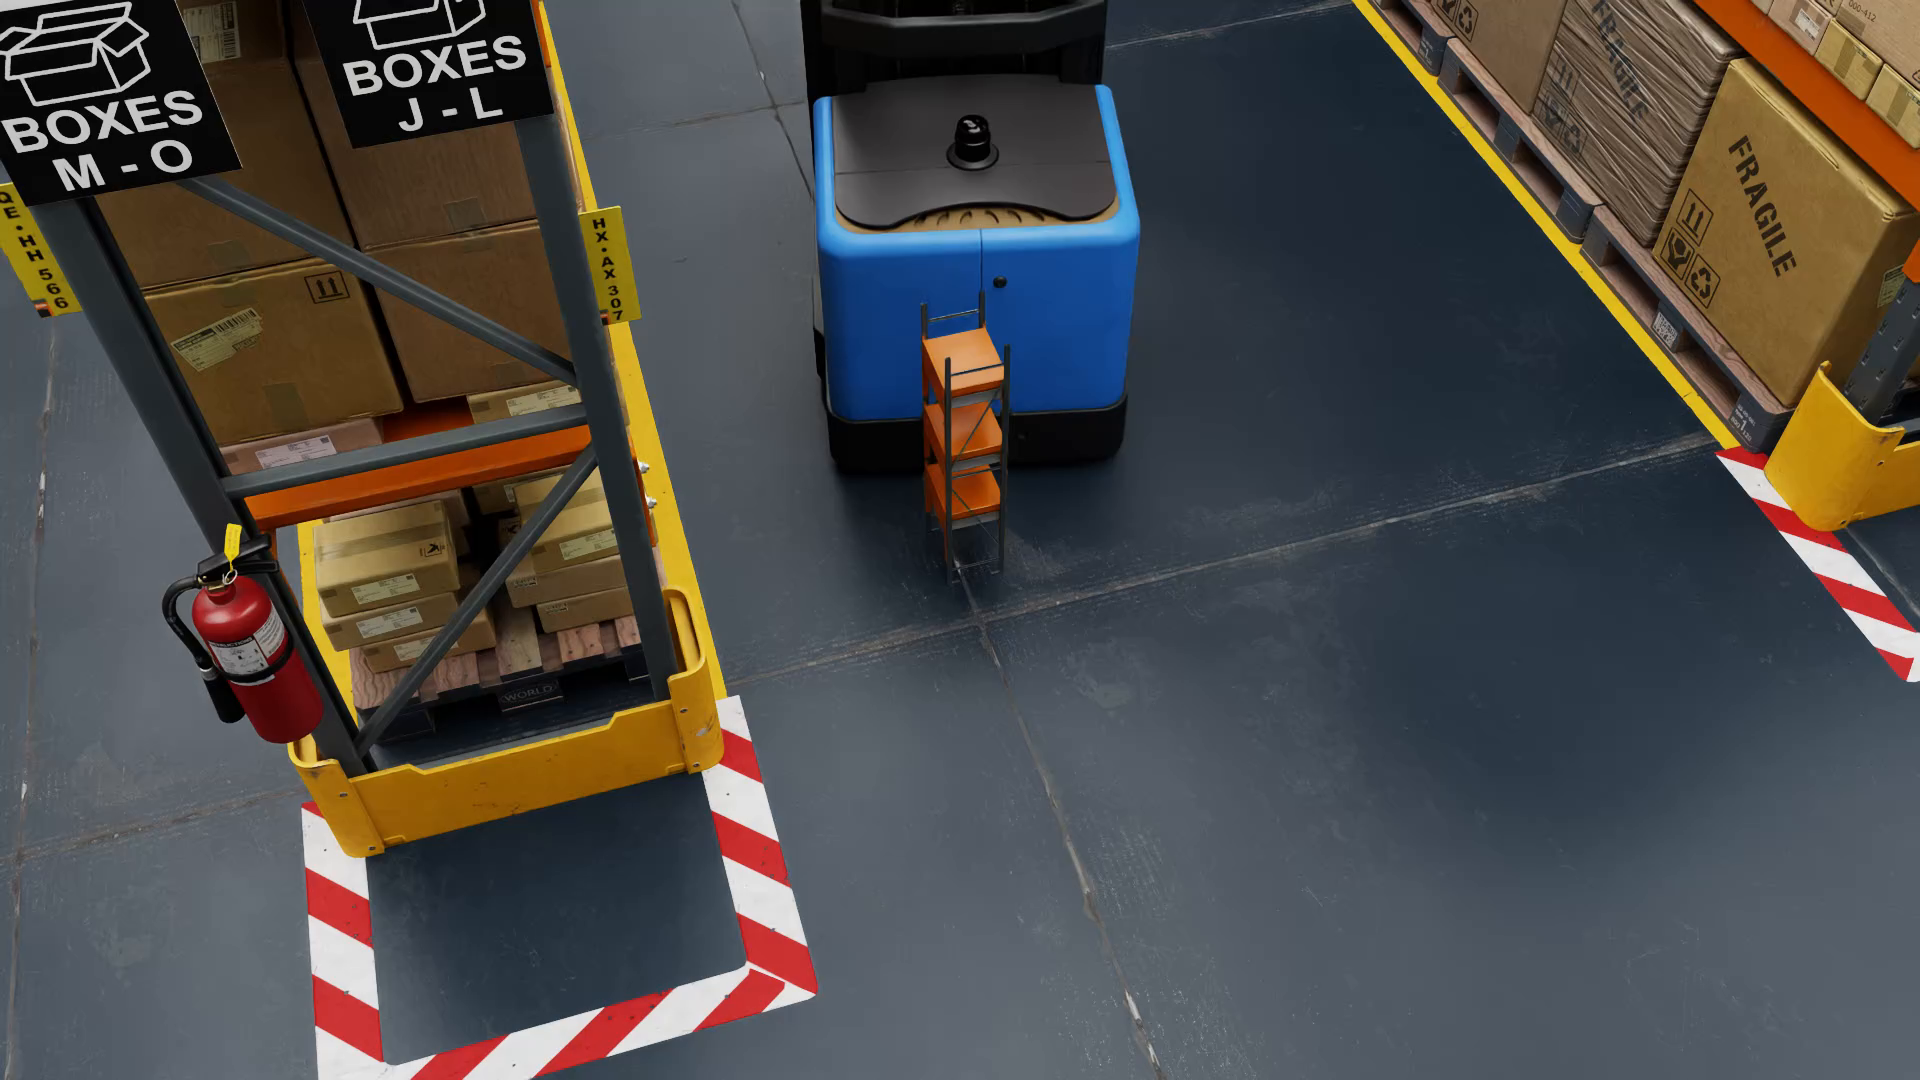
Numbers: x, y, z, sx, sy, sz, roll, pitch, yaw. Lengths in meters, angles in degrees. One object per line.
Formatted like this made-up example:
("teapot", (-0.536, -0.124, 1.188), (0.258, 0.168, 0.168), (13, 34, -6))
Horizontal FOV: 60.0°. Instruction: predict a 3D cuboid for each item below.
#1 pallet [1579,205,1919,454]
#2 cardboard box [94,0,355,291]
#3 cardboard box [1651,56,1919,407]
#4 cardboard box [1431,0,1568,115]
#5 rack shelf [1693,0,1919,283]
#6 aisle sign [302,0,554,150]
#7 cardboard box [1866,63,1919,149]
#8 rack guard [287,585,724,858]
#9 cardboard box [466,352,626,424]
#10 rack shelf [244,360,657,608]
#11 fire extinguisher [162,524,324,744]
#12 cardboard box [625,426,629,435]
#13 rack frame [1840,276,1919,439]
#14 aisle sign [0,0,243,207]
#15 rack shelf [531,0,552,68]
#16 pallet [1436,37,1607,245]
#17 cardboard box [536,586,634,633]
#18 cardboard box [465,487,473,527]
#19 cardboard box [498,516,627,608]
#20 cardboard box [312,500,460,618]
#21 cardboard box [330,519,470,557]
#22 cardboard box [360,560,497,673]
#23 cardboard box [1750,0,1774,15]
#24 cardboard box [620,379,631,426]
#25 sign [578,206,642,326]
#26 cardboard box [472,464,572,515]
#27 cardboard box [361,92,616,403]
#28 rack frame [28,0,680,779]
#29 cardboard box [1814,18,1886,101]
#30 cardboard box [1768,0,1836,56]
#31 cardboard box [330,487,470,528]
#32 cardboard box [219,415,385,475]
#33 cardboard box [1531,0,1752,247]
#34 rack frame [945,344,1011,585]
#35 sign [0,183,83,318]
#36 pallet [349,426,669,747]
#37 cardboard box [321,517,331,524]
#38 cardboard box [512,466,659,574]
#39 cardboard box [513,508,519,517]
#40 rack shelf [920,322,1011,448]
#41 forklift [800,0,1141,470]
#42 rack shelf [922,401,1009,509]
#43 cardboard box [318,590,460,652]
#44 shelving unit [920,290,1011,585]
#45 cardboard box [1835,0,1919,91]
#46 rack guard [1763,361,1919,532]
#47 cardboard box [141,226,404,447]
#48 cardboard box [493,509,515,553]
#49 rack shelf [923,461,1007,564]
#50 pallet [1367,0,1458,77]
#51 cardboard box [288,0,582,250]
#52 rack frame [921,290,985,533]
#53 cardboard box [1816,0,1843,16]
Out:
("pallet", (3.150, -0.924, 6.391), (1.003, 0.211, 1.213), (-13, 51, -11))
("cardboard box", (-1.679, -0.938, 3.665), (0.500, 0.500, 0.500), (-14, 51, -12))
("cardboard box", (3.196, -1.157, 5.878), (0.875, 0.875, 0.875), (-13, 51, -11))
("cardboard box", (2.664, -2.471, 6.987), (0.875, 0.875, 0.875), (-13, 51, -11))
("rack shelf", (2.870, -2.486, 6.354), (1.077, 0.370, 4.000), (-13, 51, -11))
("aisle sign", (-0.998, -1.062, 2.983), (0.394, 0.787, 0.004), (-13, 51, -11))
("cardboard box", (3.042, -1.362, 5.100), (0.380, 0.149, 0.250), (-12, 51, -10))
("rack guard", (-1.329, 0.541, 4.967), (1.175, 0.500, 0.348), (-13, 51, -11))
("cardboard box", (-1.089, -0.439, 4.322), (0.380, 0.149, 0.250), (-14, 51, -11))
("rack shelf", (-1.898, -1.438, 5.471), (1.077, 0.370, 4.000), (-13, 51, -11))
("fire extinguisher", (-1.673, 0.224, 3.894), (0.296, 0.674, 0.183), (-13, 51, -11))
("cardboard box", (-1.362, -0.445, 5.753), (0.380, 0.149, 0.250), (-13, 51, -11))
("rack frame", (3.462, -1.257, 4.848), (1.000, 3.000, 0.127), (-13, 51, -11))
("aisle sign", (-1.571, -0.926, 2.868), (0.394, 0.787, 0.004), (-13, 51, -11))
("rack shelf", (-1.898, -2.405, 4.324), (1.077, 0.370, 4.000), (-13, 51, -11))
("pallet", (2.793, -1.814, 7.141), (1.003, 0.211, 1.213), (-13, 51, -11))
("cardboard box", (-1.155, 0.119, 5.278), (0.380, 0.149, 0.250), (-12, 51, -10))
("cardboard box", (-1.830, -0.140, 5.496), (0.380, 0.149, 0.250), (-14, 51, -11))
("cardboard box", (-1.216, 0.038, 5.152), (0.380, 0.149, 0.250), (-11, 51, -9))
("cardboard box", (-1.705, 0.053, 4.944), (0.380, 0.149, 0.250), (-13, 51, -11))
("cardboard box", (-1.761, -0.046, 5.222), (0.380, 0.149, 0.250), (-14, 51, -12))
("cardboard box", (-1.661, 0.237, 5.178), (0.380, 0.149, 0.250), (-13, 51, -10))
("cardboard box", (2.817, -1.918, 5.569), (0.380, 0.149, 0.250), (-13, 51, -10))
("cardboard box", (-1.285, -0.464, 5.380), (0.380, 0.149, 0.250), (-13, 51, -11))
("sign", (-0.788, -0.611, 3.737), (0.100, 0.325, 0.005), (-13, 51, -11))
("cardboard box", (-1.333, -0.251, 5.201), (0.380, 0.149, 0.250), (-12, 51, -10))
("cardboard box", (-1.175, -0.728, 4.142), (0.500, 0.500, 0.500), (-11, 51, -9))
("rack frame", (-1.306, -0.209, 3.964), (1.000, 3.000, 0.127), (-13, 51, -11))
("cardboard box", (2.963, -1.551, 5.260), (0.380, 0.149, 0.250), (-13, 51, -11))
("cardboard box", (2.890, -1.736, 5.415), (0.380, 0.149, 0.250), (-13, 51, -11))
("cardboard box", (-1.724, -0.143, 5.110), (0.380, 0.149, 0.250), (-12, 51, -10))
("cardboard box", (-1.673, -0.302, 4.207), (0.380, 0.149, 0.250), (-13, 51, -11))
("cardboard box", (2.927, -1.821, 6.439), (0.875, 0.875, 0.875), (-13, 51, -11))
("rack frame", (0.052, -0.210, 5.241), (0.200, 1.050, 0.008), (-13, 51, -11))
("sign", (-1.842, -0.573, 3.307), (0.100, 0.325, 0.005), (-13, 51, -11))
("pallet", (-1.535, 0.033, 5.584), (1.003, 0.211, 1.213), (-13, 51, -11))
("cardboard box", (-1.890, -0.222, 5.370), (0.380, 0.149, 0.250), (-15, 52, -12))
("cardboard box", (-1.137, -0.077, 5.054), (0.380, 0.149, 0.250), (-15, 52, -13))
("cardboard box", (-1.243, -0.175, 5.331), (0.380, 0.149, 0.250), (-14, 51, -11))
("rack shelf", (0.016, -0.475, 5.107), (0.215, 0.259, 0.240), (-13, 51, -11))
("forklift", (-0.040, -2.322, 5.790), (1.130, 2.935, 3.031), (-3, 50, -3))
("rack shelf", (0.016, -0.292, 5.324), (0.215, 0.259, 0.240), (-13, 51, -11))
("cardboard box", (-1.735, 0.157, 5.051), (0.380, 0.149, 0.250), (-15, 51, -12))
("shelving unit", (0.016, -0.299, 5.316), (0.215, 1.050, 0.252), (-13, 51, -11))
("cardboard box", (3.065, -1.598, 5.039), (0.500, 0.250, 0.500), (-14, 51, -12))
("rack guard", (3.469, -0.434, 5.789), (1.175, 0.500, 0.348), (-13, 51, -11))
("cardboard box", (-1.685, -0.607, 4.040), (0.500, 0.500, 0.500), (-12, 51, -10))
("cardboard box", (-1.311, -0.053, 5.423), (0.380, 0.149, 0.250), (-13, 51, -11))
("rack shelf", (0.016, -0.113, 5.536), (0.215, 0.259, 0.240), (-13, 51, -11))
("pallet", (2.429, -2.706, 7.894), (1.003, 0.211, 1.213), (-13, 51, -11))
("cardboard box", (-1.185, -1.048, 3.757), (0.500, 0.500, 0.500), (-14, 51, -11))
("rack frame", (-0.020, -0.388, 5.391), (0.200, 1.050, 0.008), (-13, 51, -11))
("cardboard box", (2.915, -1.969, 5.352), (0.500, 0.250, 0.500), (-14, 51, -12))
